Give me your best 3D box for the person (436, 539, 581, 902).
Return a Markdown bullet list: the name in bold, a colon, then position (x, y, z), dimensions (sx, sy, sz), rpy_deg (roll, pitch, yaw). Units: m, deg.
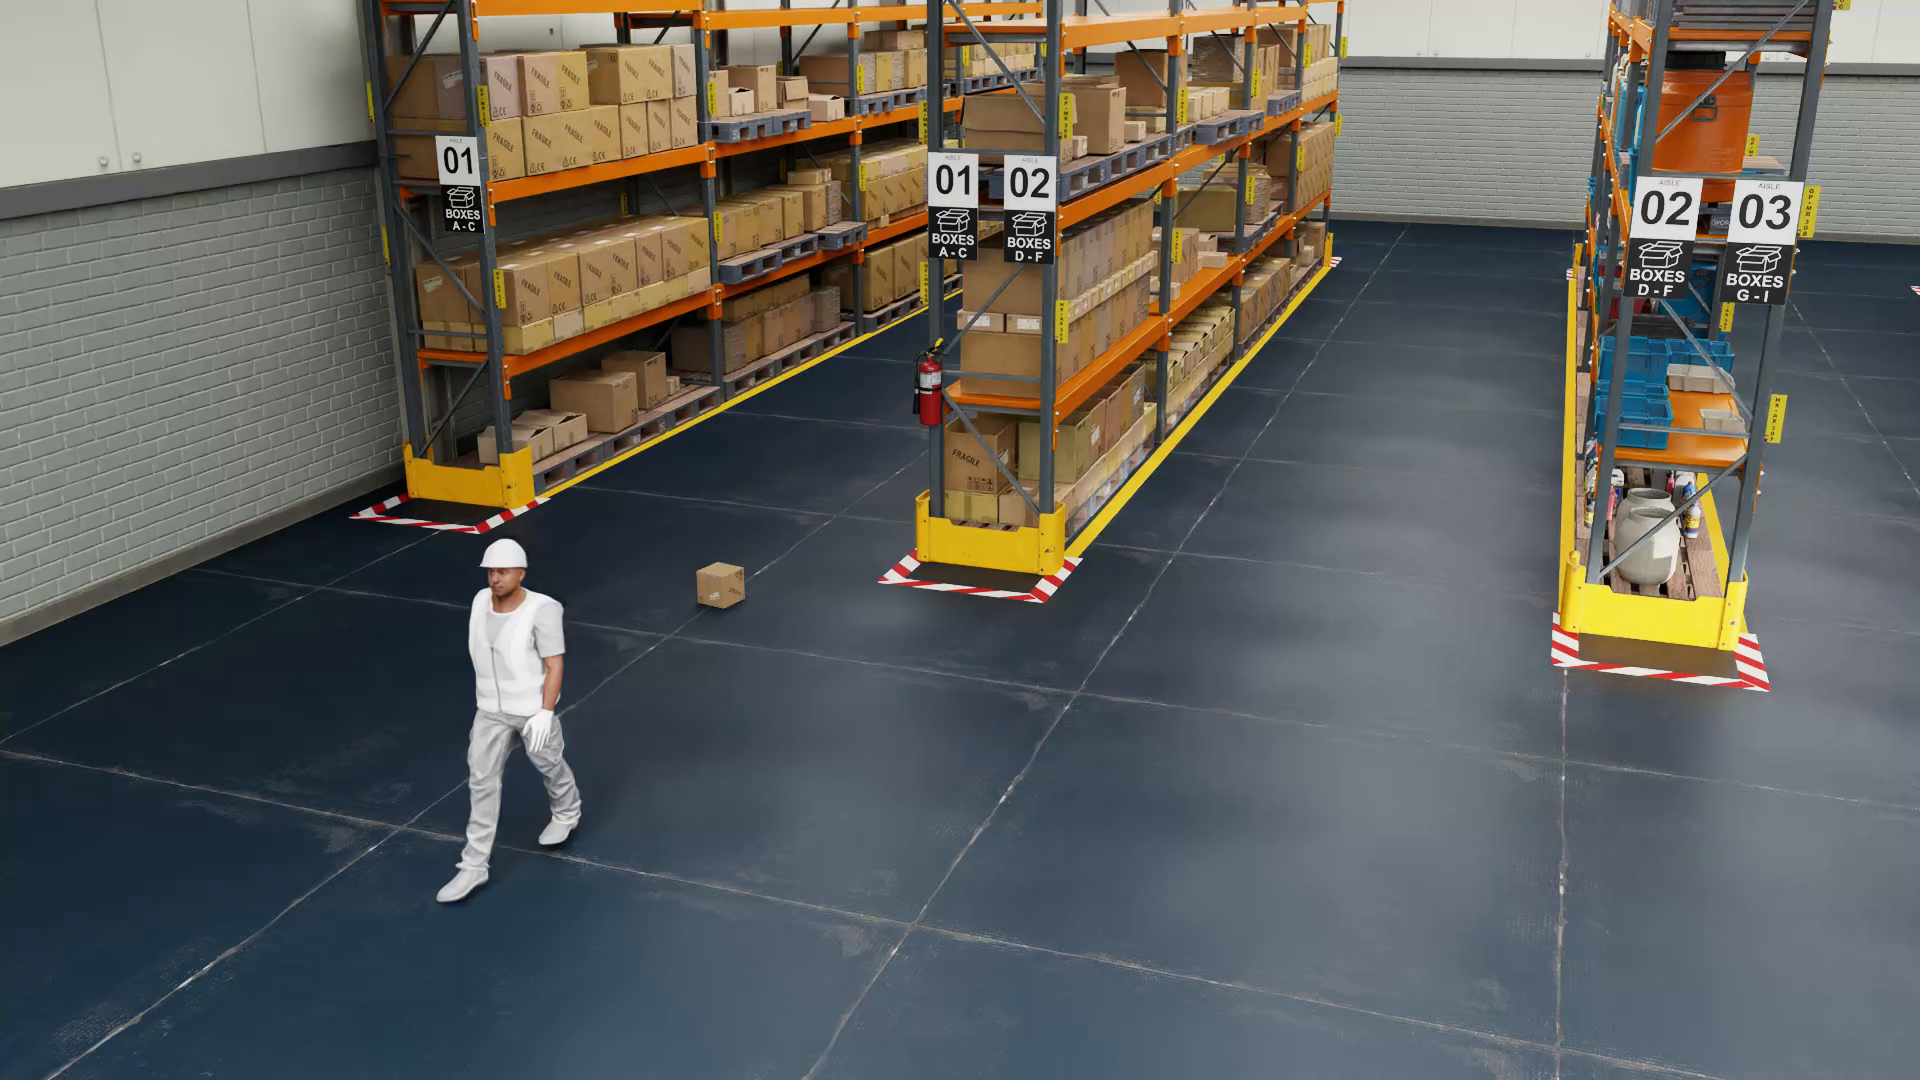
- **person**: position (-2.289, 0.864, 8.387), dimensions (0.599, 1.736, 0.956), rpy_deg (6, 19, 17)
